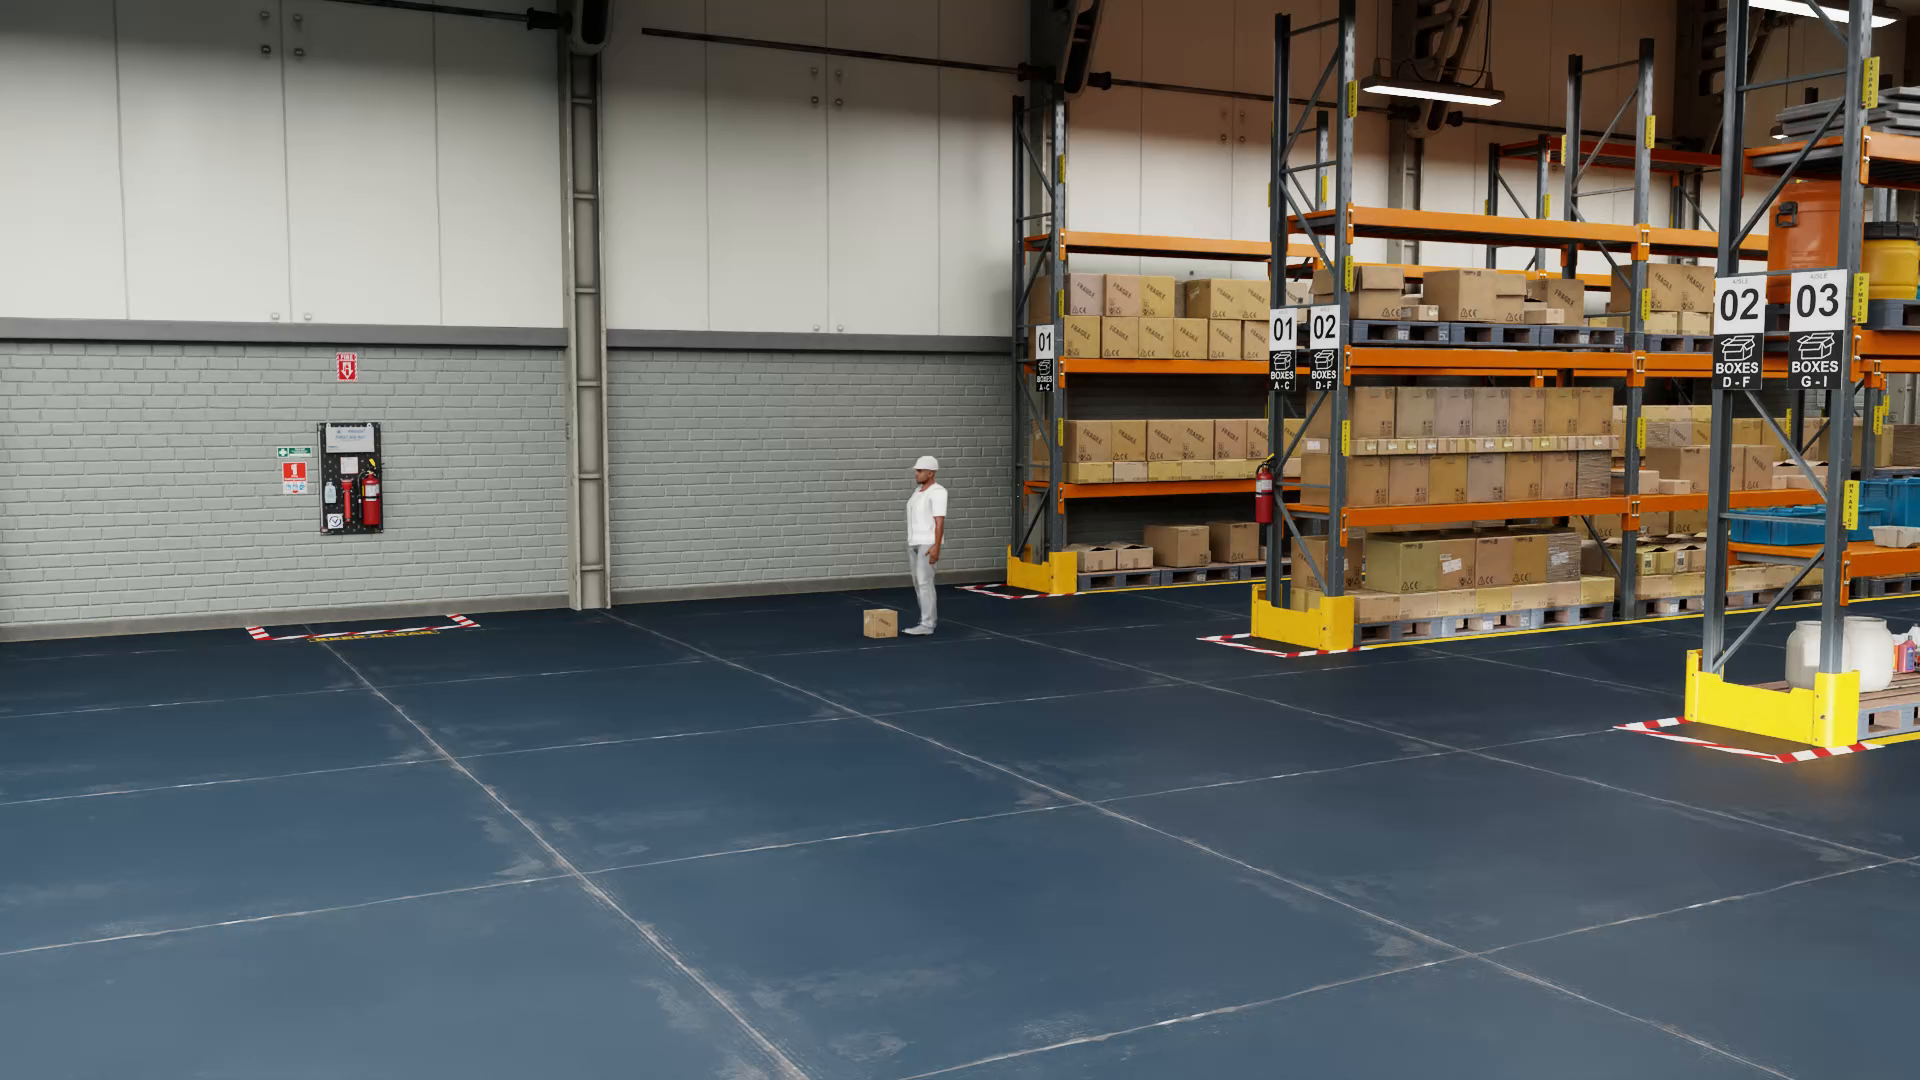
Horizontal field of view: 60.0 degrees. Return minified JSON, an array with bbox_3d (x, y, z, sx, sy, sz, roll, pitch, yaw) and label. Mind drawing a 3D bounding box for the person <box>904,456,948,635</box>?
[{"bbox_3d":[-0.376,0.061,16.537,0.489,1.788,0.577,-3,6,-27],"label":"person"}]
